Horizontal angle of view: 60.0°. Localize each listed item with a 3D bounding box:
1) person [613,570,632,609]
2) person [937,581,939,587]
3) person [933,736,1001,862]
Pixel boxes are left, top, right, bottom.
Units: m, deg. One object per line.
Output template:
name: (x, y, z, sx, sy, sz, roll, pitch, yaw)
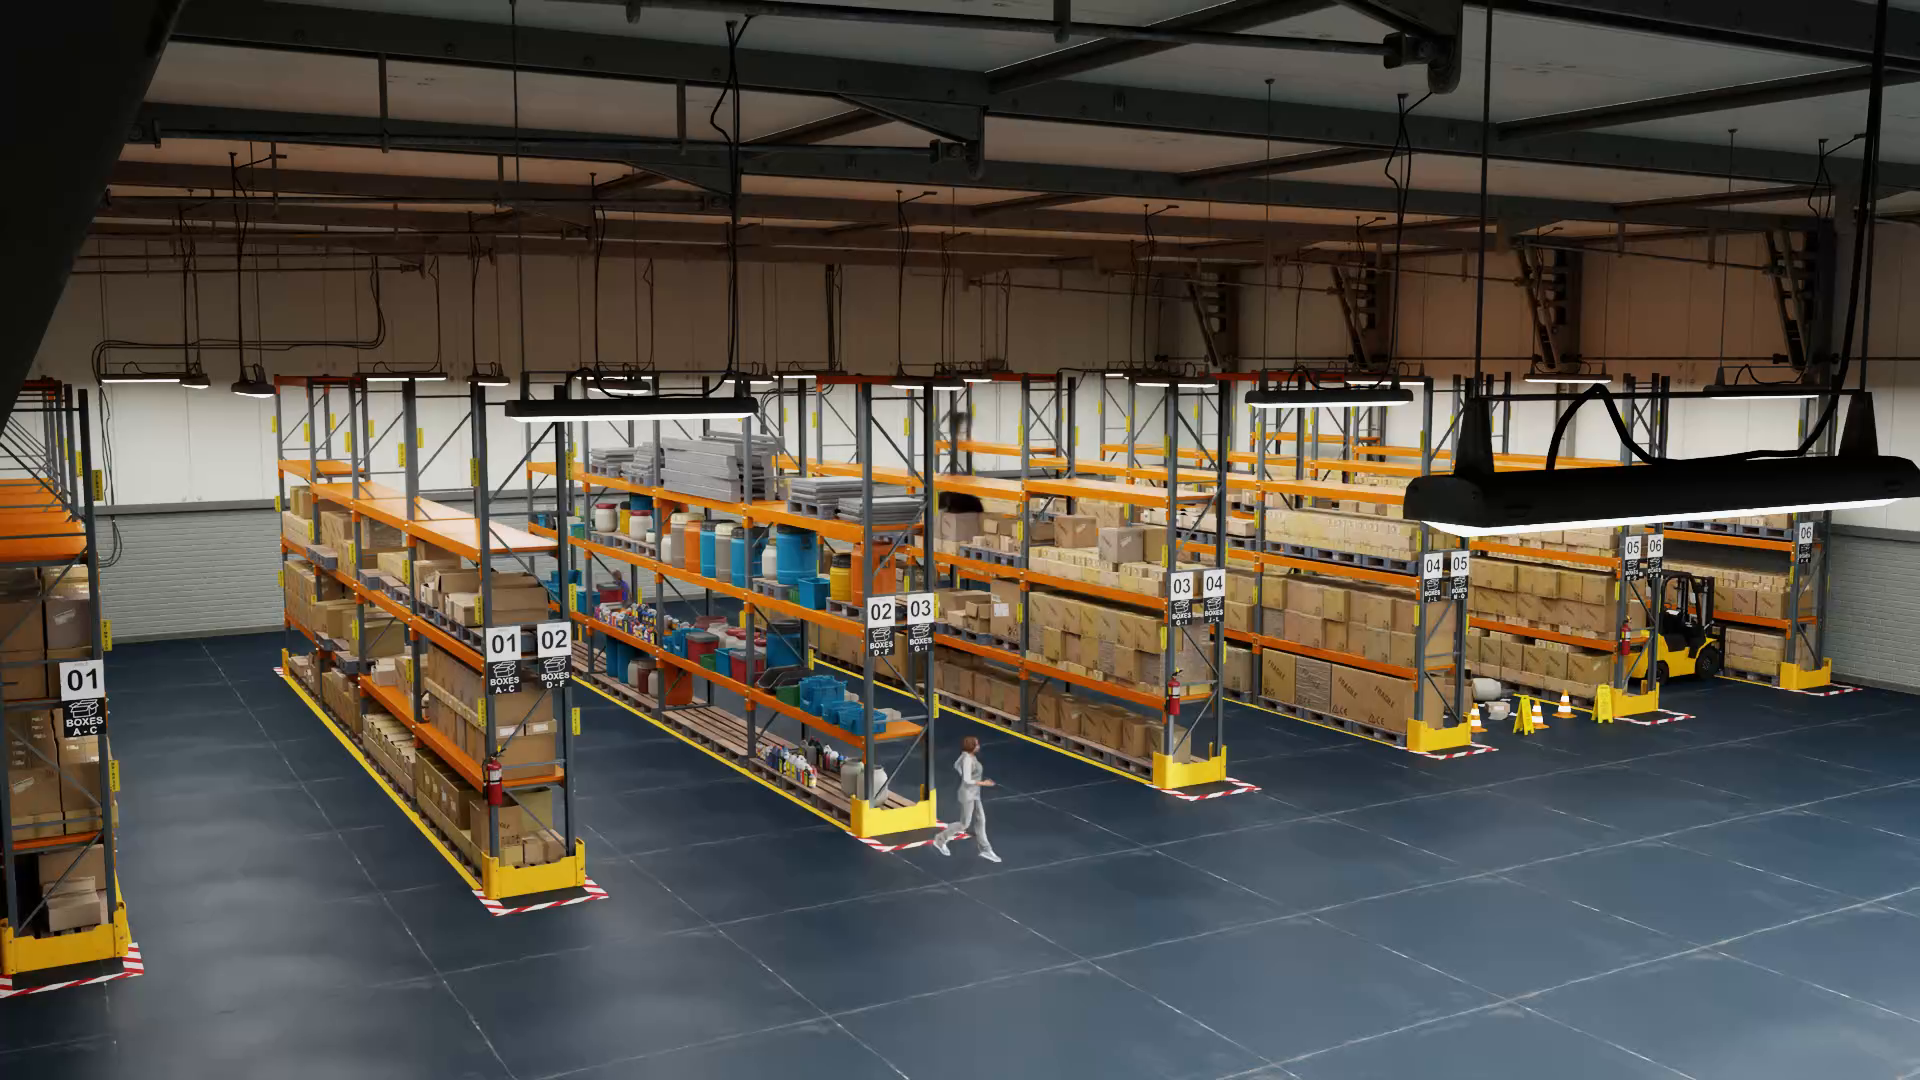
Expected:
person: (-7.424, 1.471, 36.911, 0.878, 1.616, 0.619, 2, 7, 17)
person: (-0.571, 1.618, 35.254, 0.552, 1.677, 0.948, -5, 8, -40)
person: (0.088, 3.257, 20.888, 0.857, 1.591, 0.559, 1, 6, 8)
